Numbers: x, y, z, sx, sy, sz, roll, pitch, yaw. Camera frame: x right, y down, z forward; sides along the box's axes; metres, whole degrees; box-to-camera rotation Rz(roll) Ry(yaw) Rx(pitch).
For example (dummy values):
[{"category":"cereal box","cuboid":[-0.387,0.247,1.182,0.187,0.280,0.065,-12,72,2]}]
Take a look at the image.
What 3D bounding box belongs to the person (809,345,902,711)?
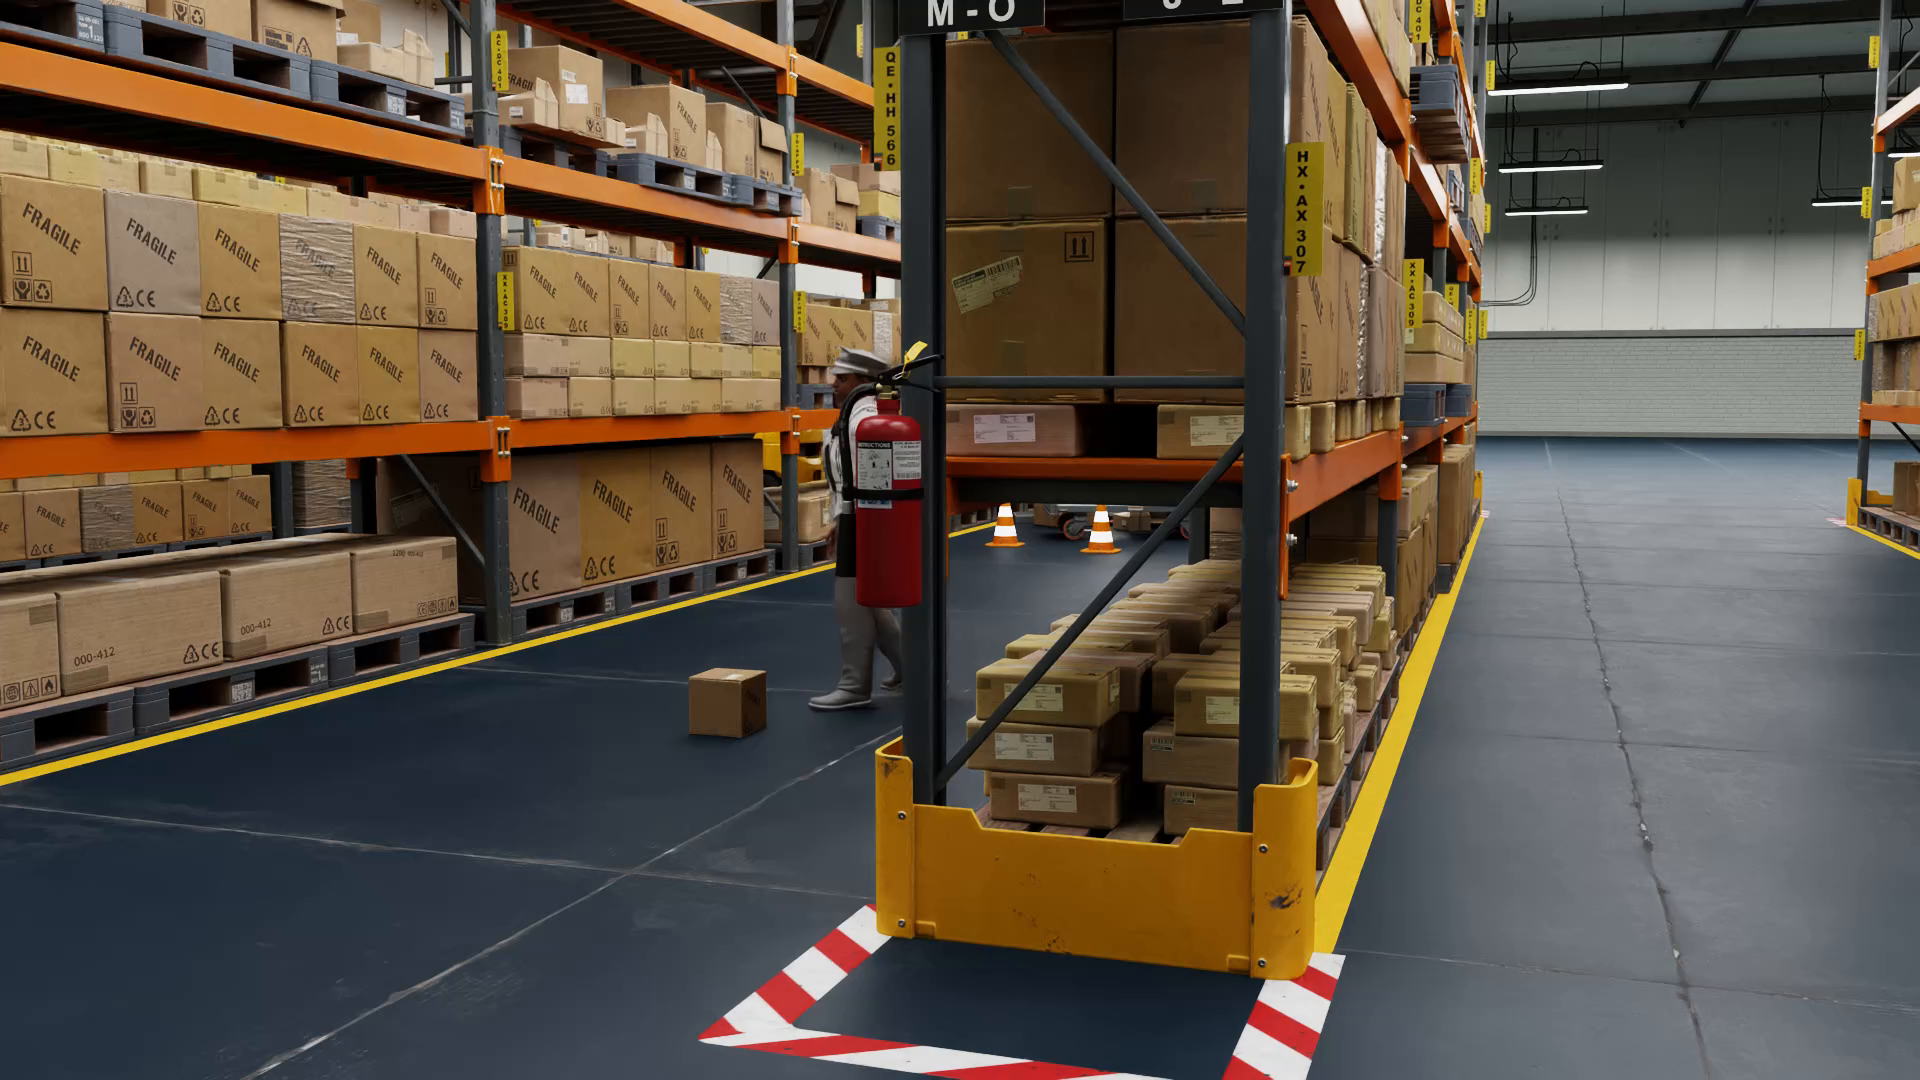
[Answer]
[{"category":"person","cuboid":[-0.425,-0.061,7.755,0.580,1.680,0.485,-1,5,-8]}]
